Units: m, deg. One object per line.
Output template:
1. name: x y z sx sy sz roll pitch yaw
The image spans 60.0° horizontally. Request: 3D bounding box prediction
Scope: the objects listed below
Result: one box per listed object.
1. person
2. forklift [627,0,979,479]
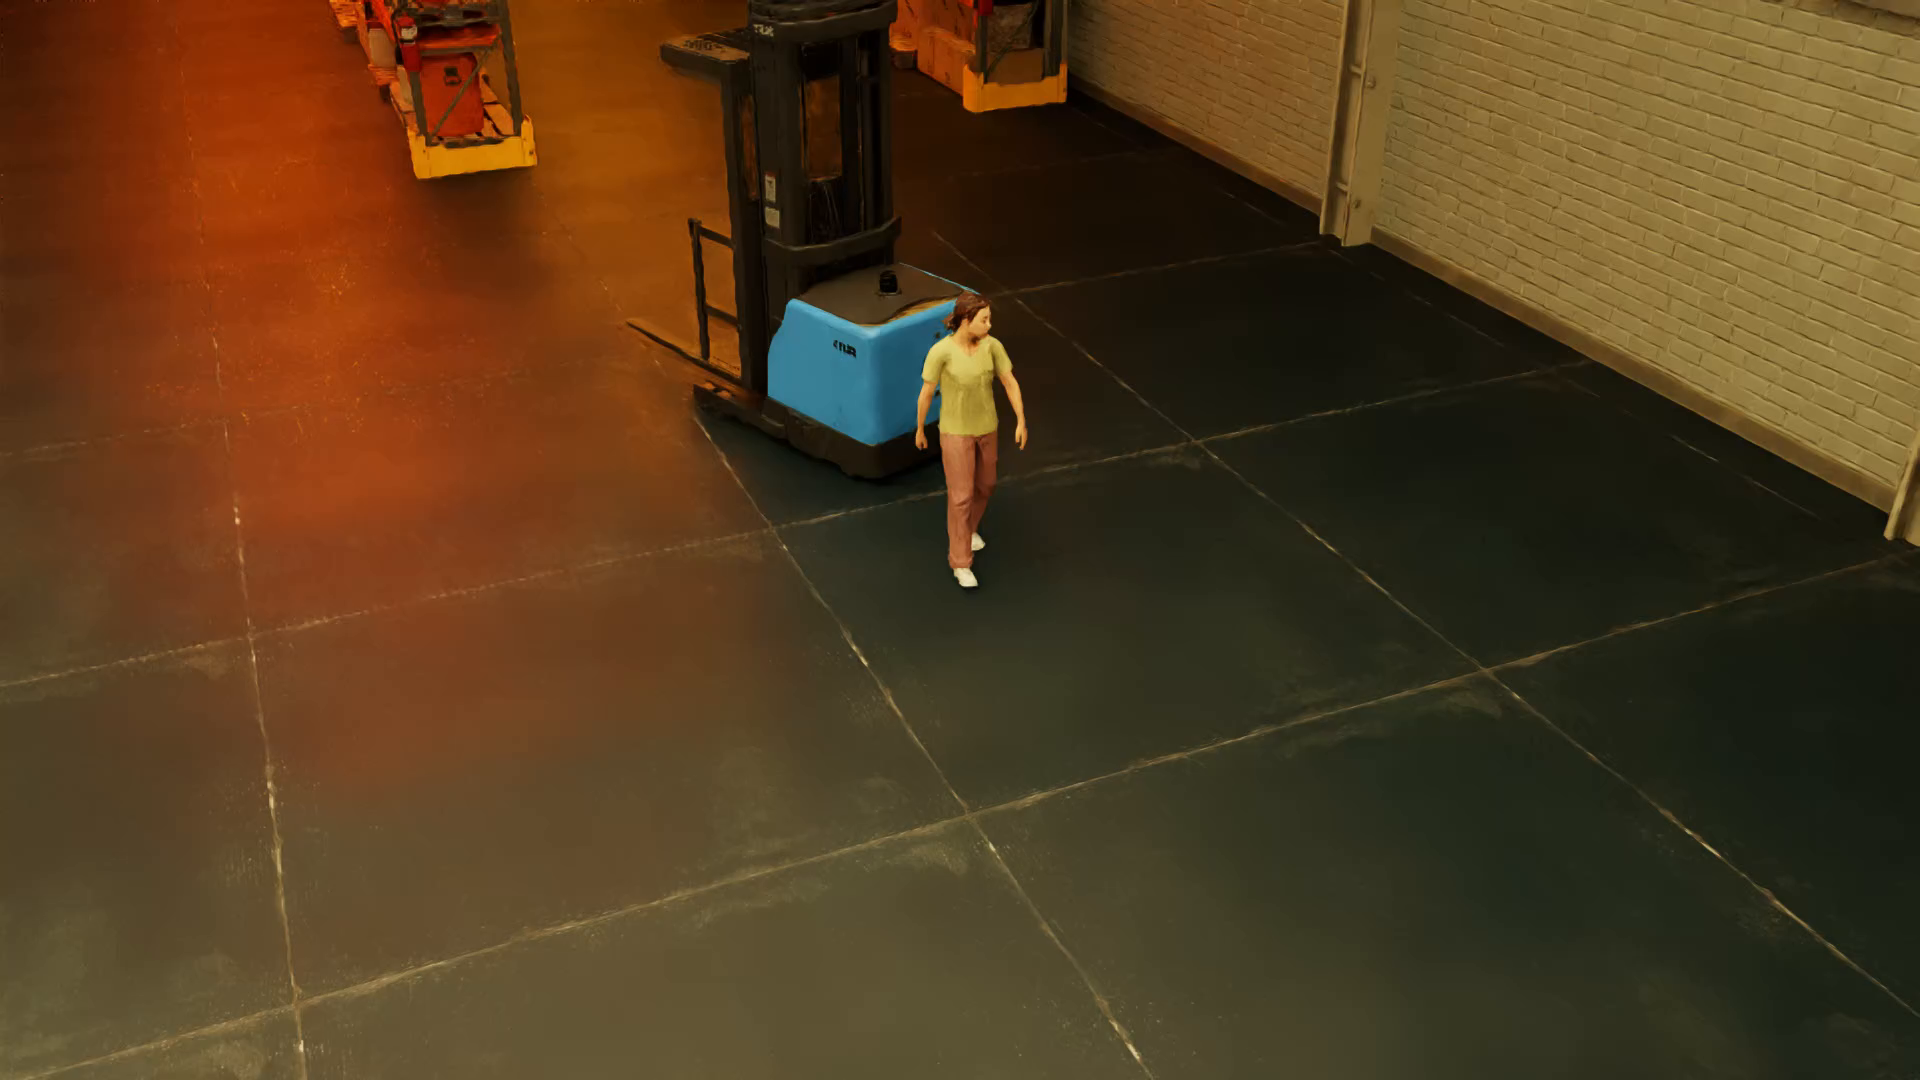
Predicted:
1. person: 0.082 -0.595 9.469 0.586 1.638 0.713 -15 33 -25
2. forklift: -1.225 -2.301 11.145 1.130 2.935 3.031 -25 38 -37
